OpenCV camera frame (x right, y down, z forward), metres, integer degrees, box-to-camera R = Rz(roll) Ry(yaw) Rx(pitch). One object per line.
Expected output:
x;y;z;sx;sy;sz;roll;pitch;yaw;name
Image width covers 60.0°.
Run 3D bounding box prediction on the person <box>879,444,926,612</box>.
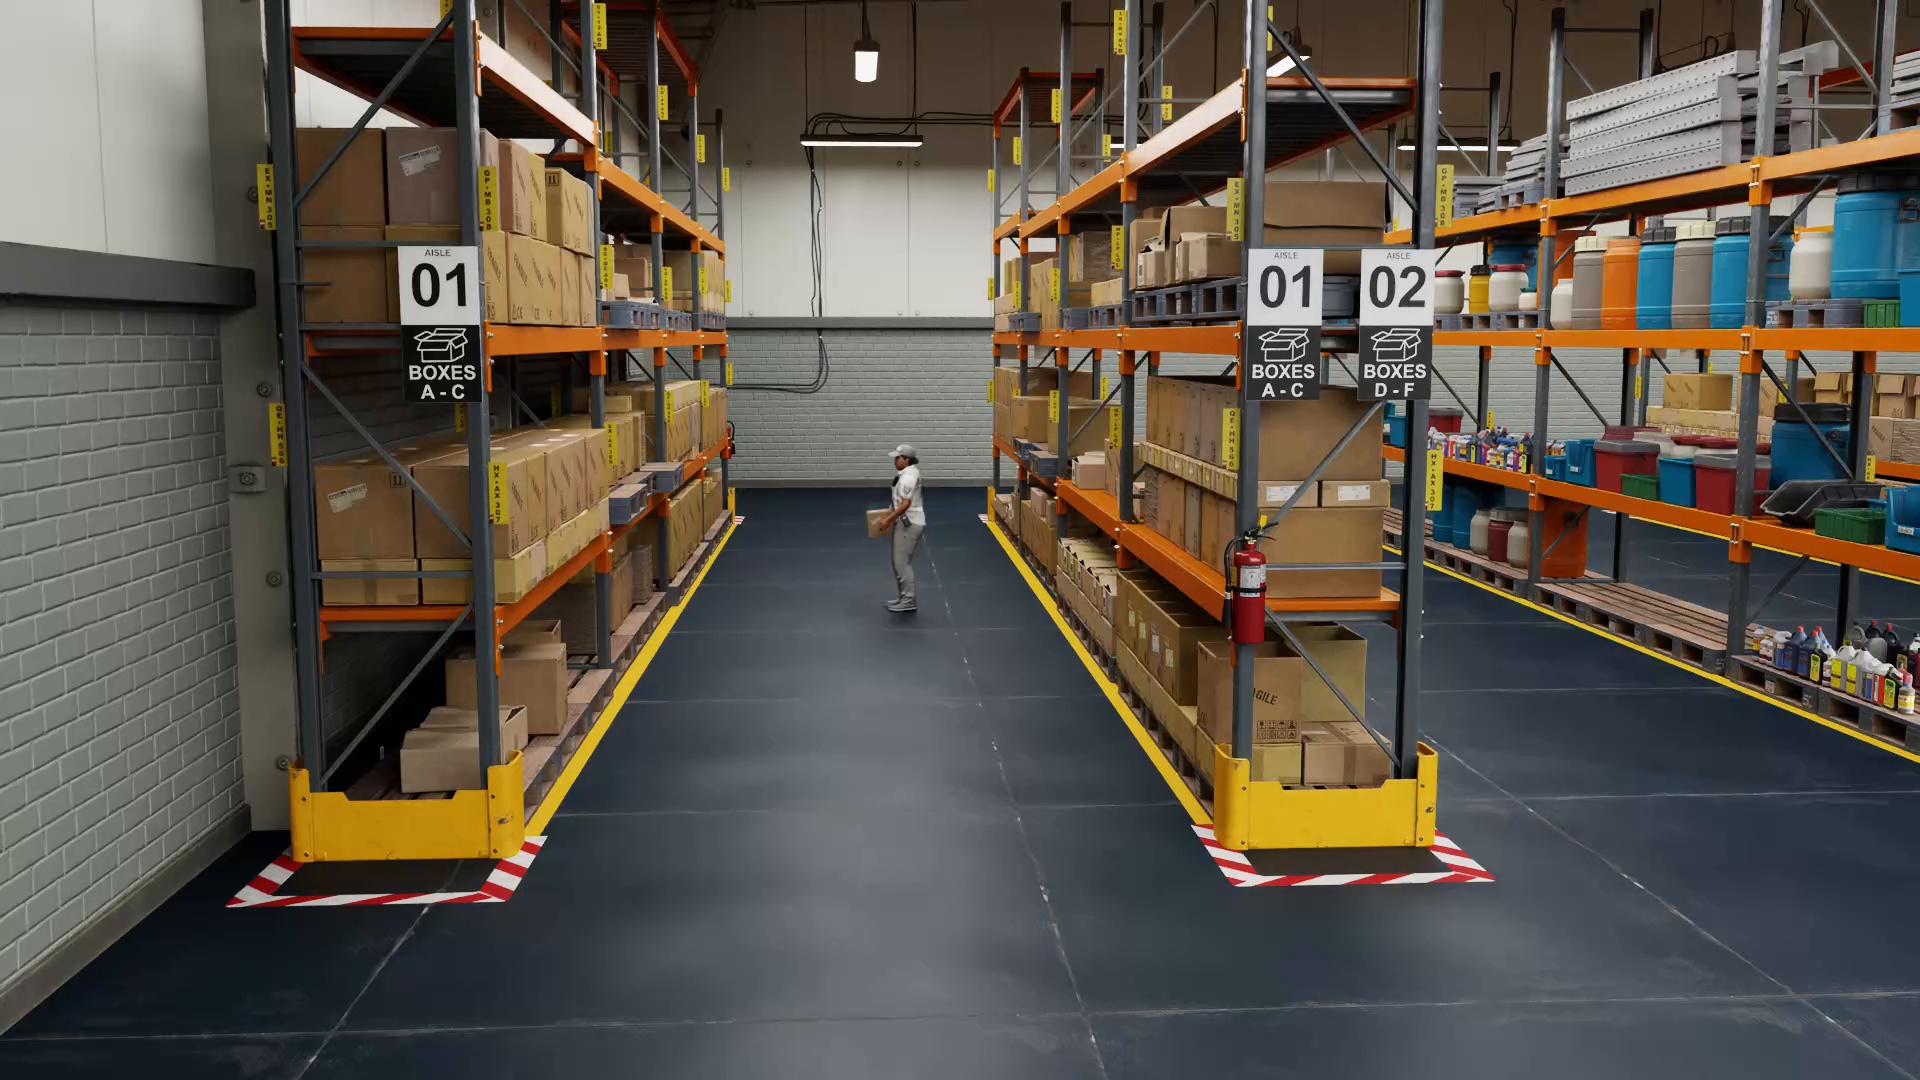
-0.584;-0.131;16.777;0.479;1.671;0.497;-1;7;-4;person
